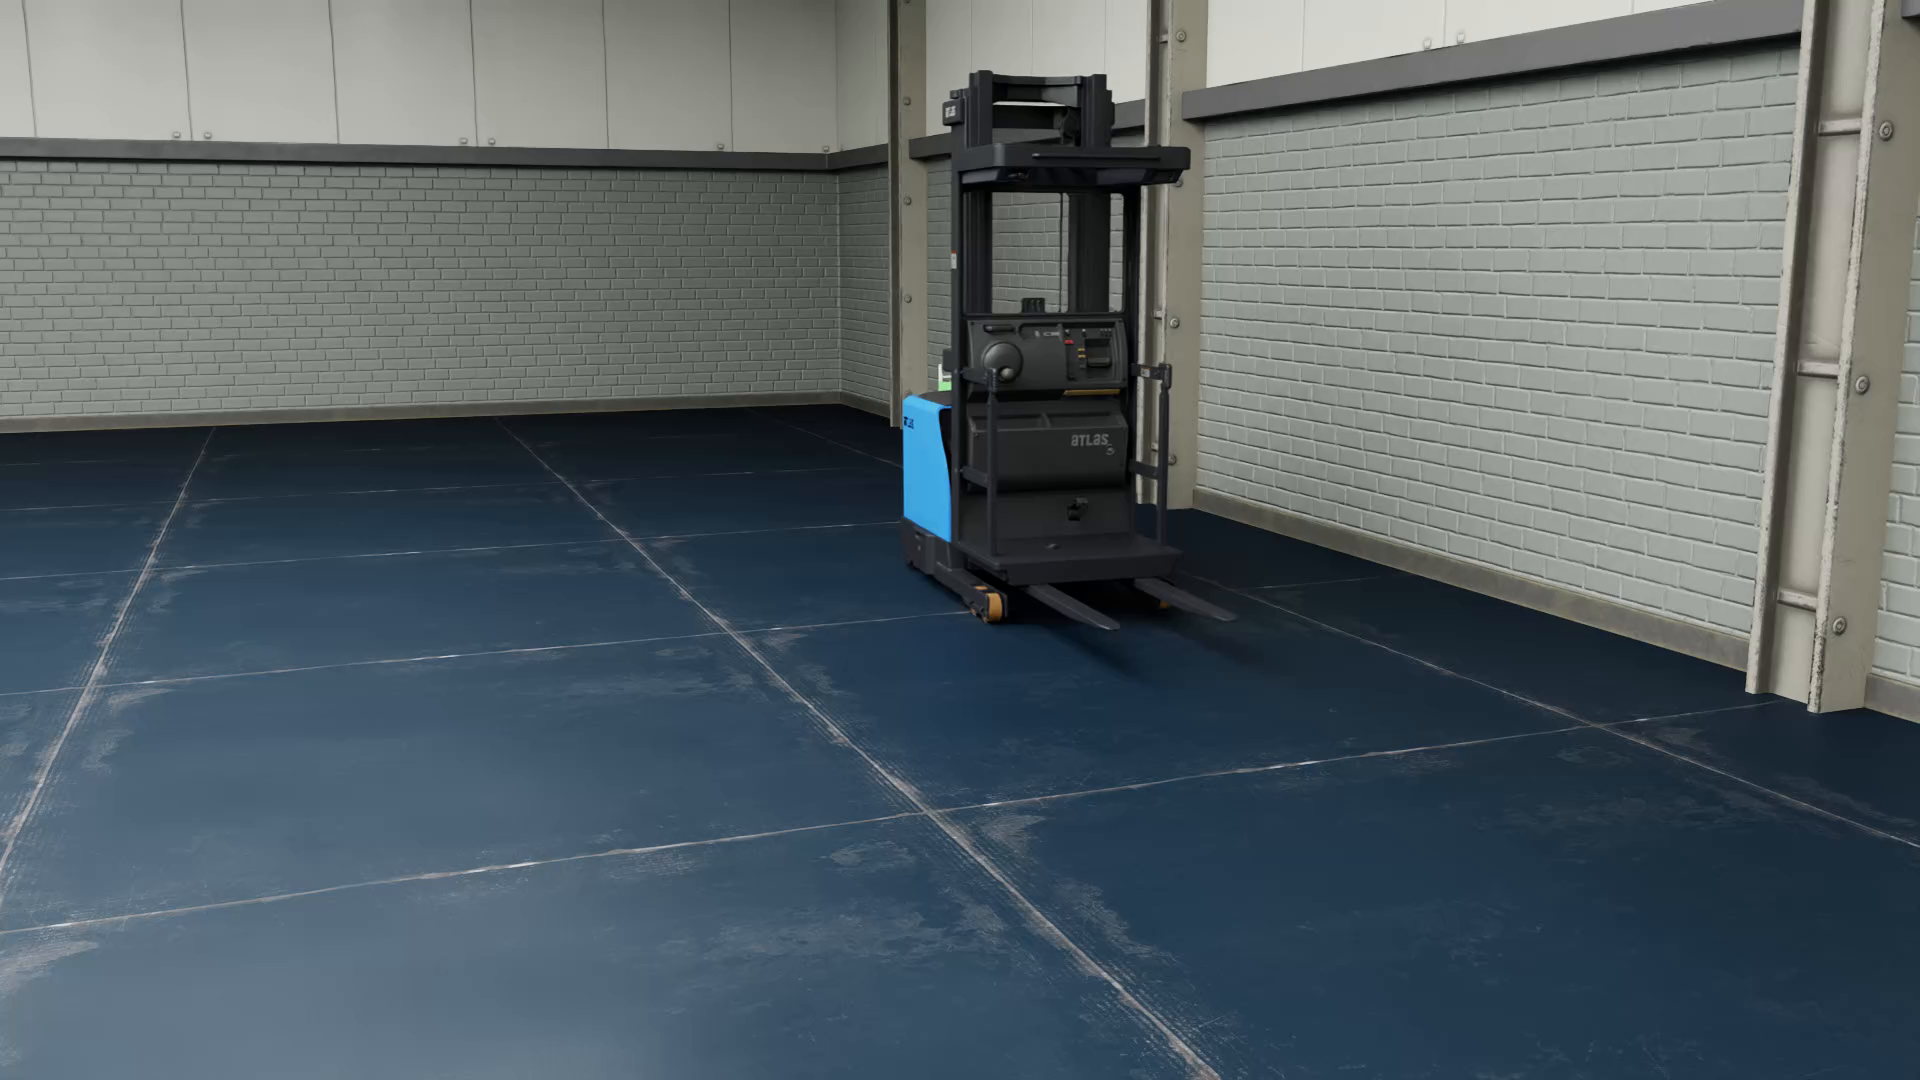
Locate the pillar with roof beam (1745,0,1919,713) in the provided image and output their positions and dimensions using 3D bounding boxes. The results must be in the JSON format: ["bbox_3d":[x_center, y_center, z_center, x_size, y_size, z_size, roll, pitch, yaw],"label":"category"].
[{"bbox_3d":[-0.230,-3.449,5.112,9.100,9.000,0.400,-4,11,-21],"label":"pillar with roof beam"}]

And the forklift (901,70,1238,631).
[{"bbox_3d":[0.560,-1.075,9.096,1.130,2.935,3.031,-3,11,-17],"label":"forklift"}]

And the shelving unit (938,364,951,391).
[{"bbox_3d":[0.060,-0.564,11.163,0.258,1.200,0.503,-4,11,-21],"label":"shelving unit"}]

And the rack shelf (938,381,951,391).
[{"bbox_3d":[0.060,-0.973,11.090,0.258,0.148,0.480,-4,11,-21],"label":"rack shelf"}]

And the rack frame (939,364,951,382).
[{"bbox_3d":[-0.028,-0.604,11.387,0.240,1.200,0.015,-4,11,-21],"label":"rack frame"}]

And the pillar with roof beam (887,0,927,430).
[{"bbox_3d":[-4.579,-5.407,16.124,9.100,9.000,0.400,-4,11,-21],"label":"pillar with roof beam"}]

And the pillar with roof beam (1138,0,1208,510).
[{"bbox_3d":[-2.404,-4.428,10.618,9.100,9.000,0.400,-4,11,-21],"label":"pillar with roof beam"}]
